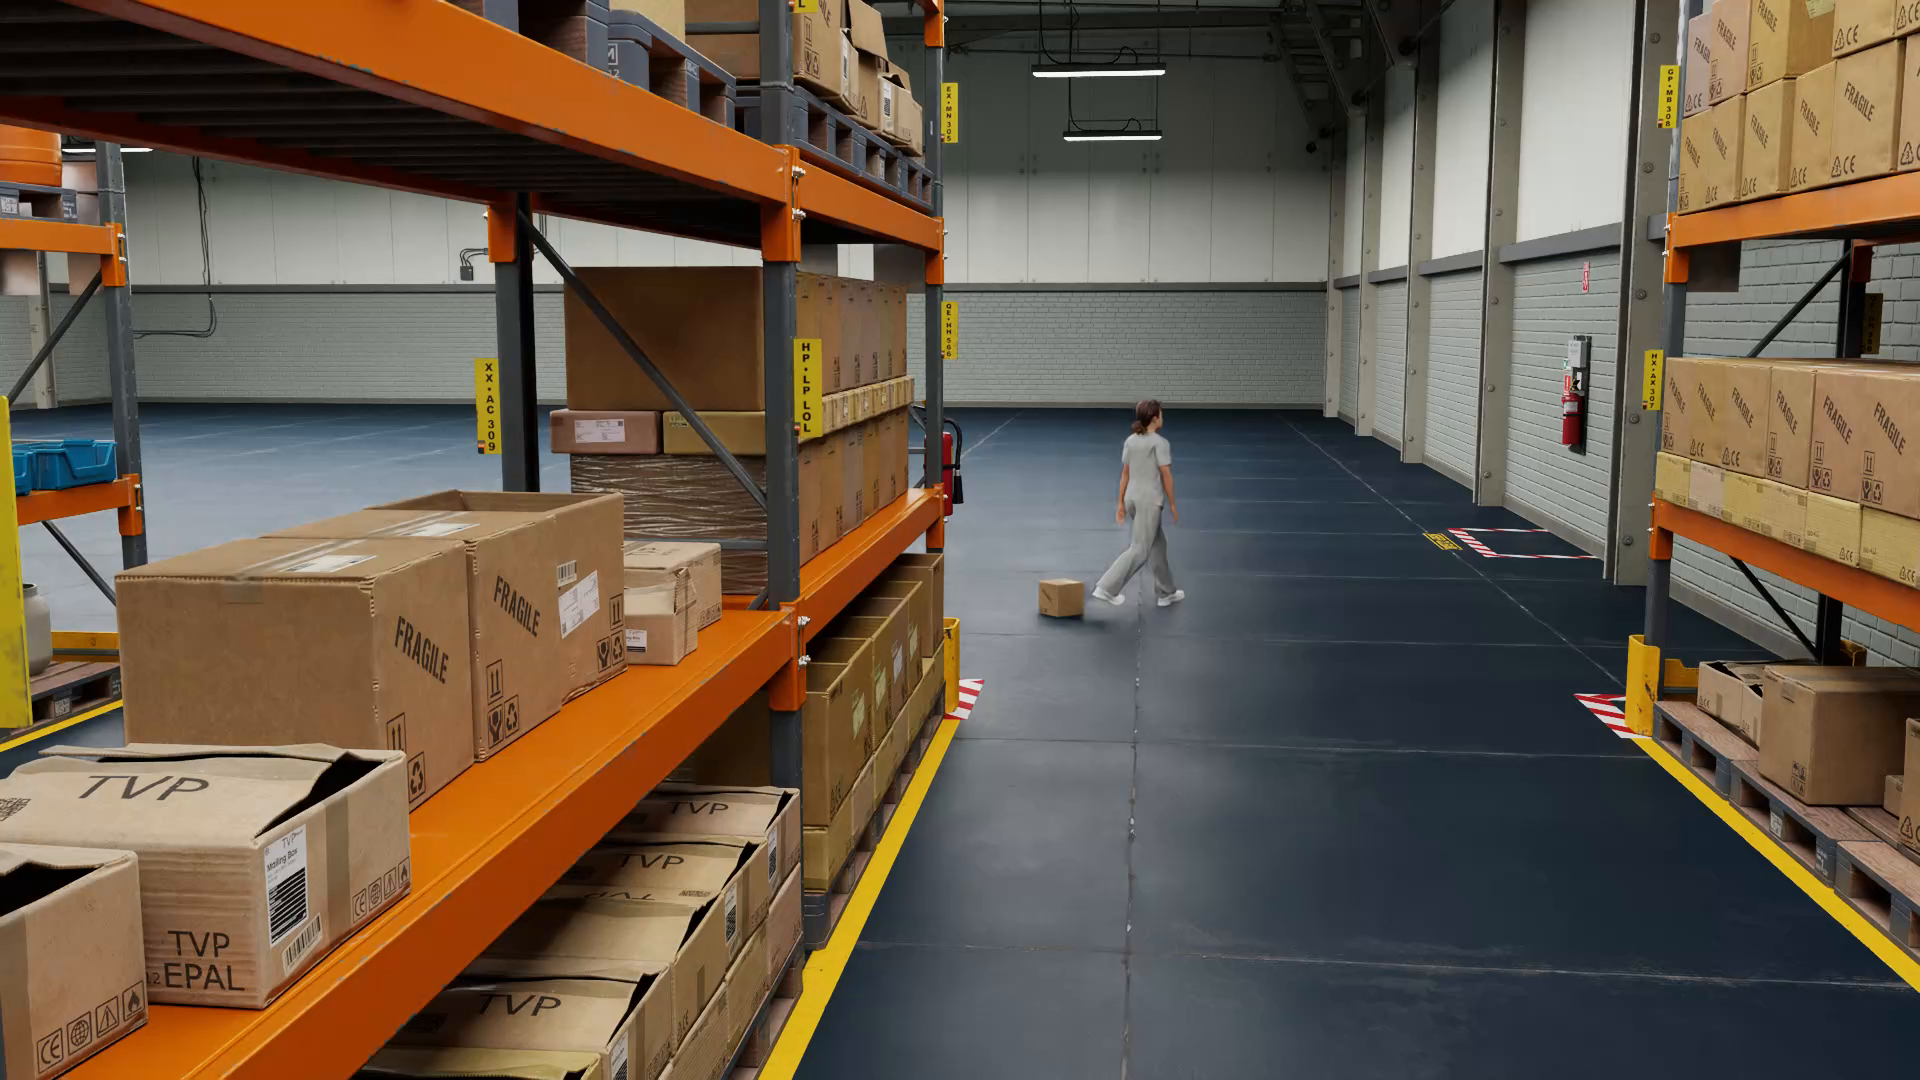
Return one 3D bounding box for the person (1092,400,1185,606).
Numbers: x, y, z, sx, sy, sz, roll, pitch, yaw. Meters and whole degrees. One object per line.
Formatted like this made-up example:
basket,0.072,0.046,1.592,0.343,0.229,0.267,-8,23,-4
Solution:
person,1.417,-0.265,12.826,1.016,1.623,0.456,-5,9,-35
